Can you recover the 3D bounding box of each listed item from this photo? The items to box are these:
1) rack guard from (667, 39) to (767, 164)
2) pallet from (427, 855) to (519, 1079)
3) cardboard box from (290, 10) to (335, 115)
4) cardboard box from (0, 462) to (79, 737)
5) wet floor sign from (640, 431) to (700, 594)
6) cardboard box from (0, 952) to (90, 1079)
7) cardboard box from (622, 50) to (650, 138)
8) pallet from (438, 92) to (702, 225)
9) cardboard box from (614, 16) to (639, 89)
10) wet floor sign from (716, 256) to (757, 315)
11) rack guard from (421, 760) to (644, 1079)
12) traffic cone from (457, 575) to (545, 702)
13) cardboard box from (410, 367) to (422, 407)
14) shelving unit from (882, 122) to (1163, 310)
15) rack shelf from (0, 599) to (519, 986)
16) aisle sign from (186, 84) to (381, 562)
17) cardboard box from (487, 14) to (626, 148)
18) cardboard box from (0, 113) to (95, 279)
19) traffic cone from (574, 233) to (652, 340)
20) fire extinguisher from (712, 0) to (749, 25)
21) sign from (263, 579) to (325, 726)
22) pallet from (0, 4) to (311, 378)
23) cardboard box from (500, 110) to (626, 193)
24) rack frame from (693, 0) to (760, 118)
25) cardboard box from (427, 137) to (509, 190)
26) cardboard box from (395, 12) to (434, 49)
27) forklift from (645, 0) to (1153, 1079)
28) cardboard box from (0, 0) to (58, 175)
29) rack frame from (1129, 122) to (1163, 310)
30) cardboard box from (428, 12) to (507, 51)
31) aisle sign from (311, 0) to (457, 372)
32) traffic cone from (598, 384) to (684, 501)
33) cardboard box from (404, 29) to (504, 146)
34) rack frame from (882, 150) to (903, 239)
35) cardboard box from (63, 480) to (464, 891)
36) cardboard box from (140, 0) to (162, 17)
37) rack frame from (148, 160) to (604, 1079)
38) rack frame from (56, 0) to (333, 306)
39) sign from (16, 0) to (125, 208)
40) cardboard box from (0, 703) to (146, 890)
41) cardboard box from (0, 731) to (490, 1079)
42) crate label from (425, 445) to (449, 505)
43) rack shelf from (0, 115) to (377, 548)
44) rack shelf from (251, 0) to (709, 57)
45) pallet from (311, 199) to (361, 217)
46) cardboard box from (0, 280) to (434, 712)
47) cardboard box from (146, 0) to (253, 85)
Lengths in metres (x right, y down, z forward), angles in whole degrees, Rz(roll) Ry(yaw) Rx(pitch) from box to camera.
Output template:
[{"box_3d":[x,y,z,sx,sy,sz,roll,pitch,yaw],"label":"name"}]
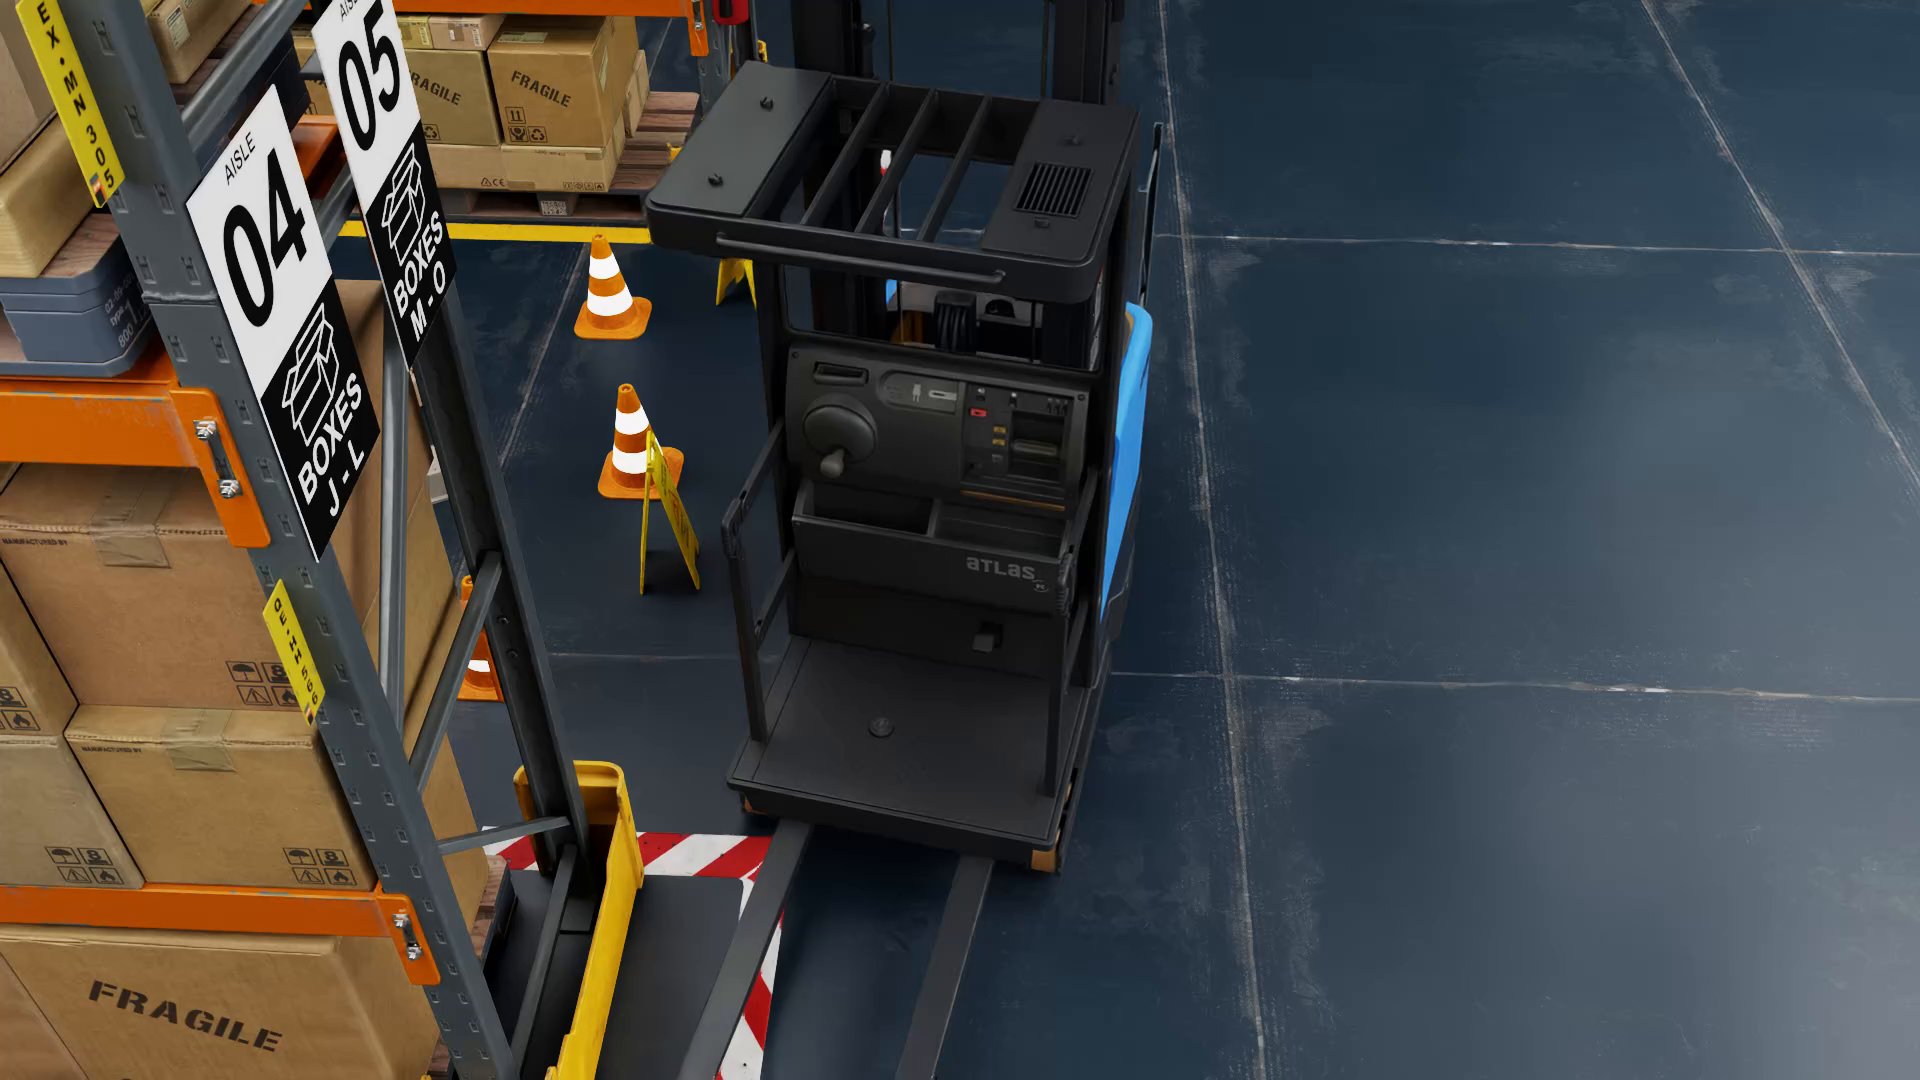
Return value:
[{"box_3d":[-1.228,-2.096,8.633,0.348,0.500,1.175,2,43,2],"label":"rack guard"},{"box_3d":[-2.076,1.414,5.077,1.213,0.211,1.003,2,43,2],"label":"pallet"},{"box_3d":[-2.989,-2.311,8.190,0.500,0.500,0.500,1,43,1],"label":"cardboard box"},{"box_3d":[-2.197,-0.076,3.729,0.550,0.550,0.875,2,43,2],"label":"cardboard box"},{"box_3d":[-1.156,-0.121,6.406,0.232,0.644,0.267,-5,43,-5],"label":"wet floor sign"},{"box_3d":[-2.834,0.988,4.740,0.875,0.875,0.875,1,43,1],"label":"cardboard box"},{"box_3d":[-1.945,-2.369,8.802,0.500,0.250,0.500,1,43,2],"label":"cardboard box"},{"box_3d":[-2.038,-2.039,8.784,1.213,0.211,1.003,2,43,2],"label":"pallet"},{"box_3d":[-1.969,-2.644,8.546,0.500,0.500,0.500,0,43,0],"label":"cardboard box"},{"box_3d":[-1.010,-1.413,7.793,0.232,0.644,0.267,16,45,16],"label":"wet floor sign"},{"box_3d":[-1.250,1.281,5.008,0.348,0.500,1.175,2,43,2],"label":"rack guard"},{"box_3d":[-1.741,0.310,6.077,0.334,0.463,0.336,2,43,2],"label":"traffic cone"},{"box_3d":[-2.552,-0.630,7.317,0.250,0.149,0.380,24,48,23],"label":"cardboard box"},{"box_3d":[0.199,-0.919,6.636,1.048,1.500,0.538,8,44,8],"label":"shelving unit"},{"box_3d":[-3.272,0.567,4.468,4.000,0.370,1.077,2,43,2],"label":"rack shelf"},{"box_3d":[-1.217,-0.379,3.049,0.004,0.787,0.394,2,43,2],"label":"aisle sign"},{"box_3d":[-1.964,-2.277,8.153,0.500,0.500,0.500,2,43,2],"label":"cardboard box"},{"box_3d":[-1.621,-0.610,2.806,0.250,0.149,0.380,2,43,2],"label":"cardboard box"},{"box_3d":[-1.640,-1.215,7.715,0.334,0.463,0.336,2,43,2],"label":"traffic cone"},{"box_3d":[-1.058,-2.663,7.465,0.183,0.674,0.296,2,43,2],"label":"fire extinguisher"},{"box_3d":[-1.312,0.224,3.286,0.005,0.325,0.100,2,43,2],"label":"sign"},{"box_3d":[-2.016,-0.715,3.182,1.213,0.211,1.003,2,43,2],"label":"pallet"},{"box_3d":[-1.996,-1.998,8.404,0.500,0.250,0.500,2,43,2],"label":"cardboard box"},{"box_3d":[-1.152,-3.008,7.779,0.127,3.000,1.000,2,43,2],"label":"rack frame"},{"box_3d":[-2.489,-2.019,8.426,0.500,0.250,0.500,2,43,2],"label":"cardboard box"},{"box_3d":[-2.585,-2.490,7.906,0.250,0.149,0.380,2,43,3],"label":"cardboard box"},{"box_3d":[-0.126,-0.256,4.875,1.130,2.935,3.031,9,44,10],"label":"forklift"},{"box_3d":[-1.776,-0.801,2.719,0.500,0.250,0.500,2,43,2],"label":"cardboard box"},{"box_3d":[0.697,-0.849,6.561,0.032,1.500,0.500,8,44,8],"label":"rack frame"},{"box_3d":[-2.334,-2.480,7.895,0.250,0.149,0.380,3,43,3],"label":"cardboard box"},{"box_3d":[-1.190,-0.788,3.488,0.004,0.787,0.394,2,43,2],"label":"aisle sign"},{"box_3d":[-1.350,-0.449,6.892,0.334,0.463,0.336,2,43,2],"label":"traffic cone"},{"box_3d":[-2.486,-2.291,8.168,0.500,0.500,0.500,3,43,3],"label":"cardboard box"},{"box_3d":[-0.299,-0.988,6.711,0.032,1.500,0.500,8,44,8],"label":"rack frame"},{"box_3d":[-1.647,0.330,4.085,0.550,0.550,0.875,2,43,2],"label":"cardboard box"},{"box_3d":[-1.745,-1.166,3.111,0.500,0.250,0.500,2,43,2],"label":"cardboard box"},{"box_3d":[-1.274,0.365,4.157,0.127,3.000,1.000,2,43,2],"label":"rack frame"},{"box_3d":[-1.274,-1.830,2.112,0.127,3.000,1.000,2,43,2],"label":"rack frame"},{"box_3d":[-1.312,-0.658,2.464,0.005,0.325,0.100,2,43,2],"label":"sign"},{"box_3d":[-2.197,0.328,4.087,0.550,0.550,0.875,2,43,2],"label":"cardboard box"},{"box_3d":[-1.954,1.013,4.712,0.875,0.875,0.875,2,43,2],"label":"cardboard box"},{"box_3d":[-2.138,-0.311,6.984,0.298,0.136,0.250,-19,46,-20],"label":"crate label"},{"box_3d":[-3.272,-0.530,3.446,4.000,0.370,1.077,2,43,2],"label":"rack shelf"},{"box_3d":[-3.150,-2.807,8.090,4.000,0.370,1.077,2,43,2],"label":"rack shelf"},{"box_3d":[-3.253,-2.079,8.827,1.213,0.211,1.003,2,43,2],"label":"pallet"},{"box_3d":[-1.643,-0.122,3.779,0.550,0.550,0.875,2,43,2],"label":"cardboard box"},{"box_3d":[-1.602,-1.059,3.289,0.250,0.149,0.380,2,43,2],"label":"cardboard box"}]
